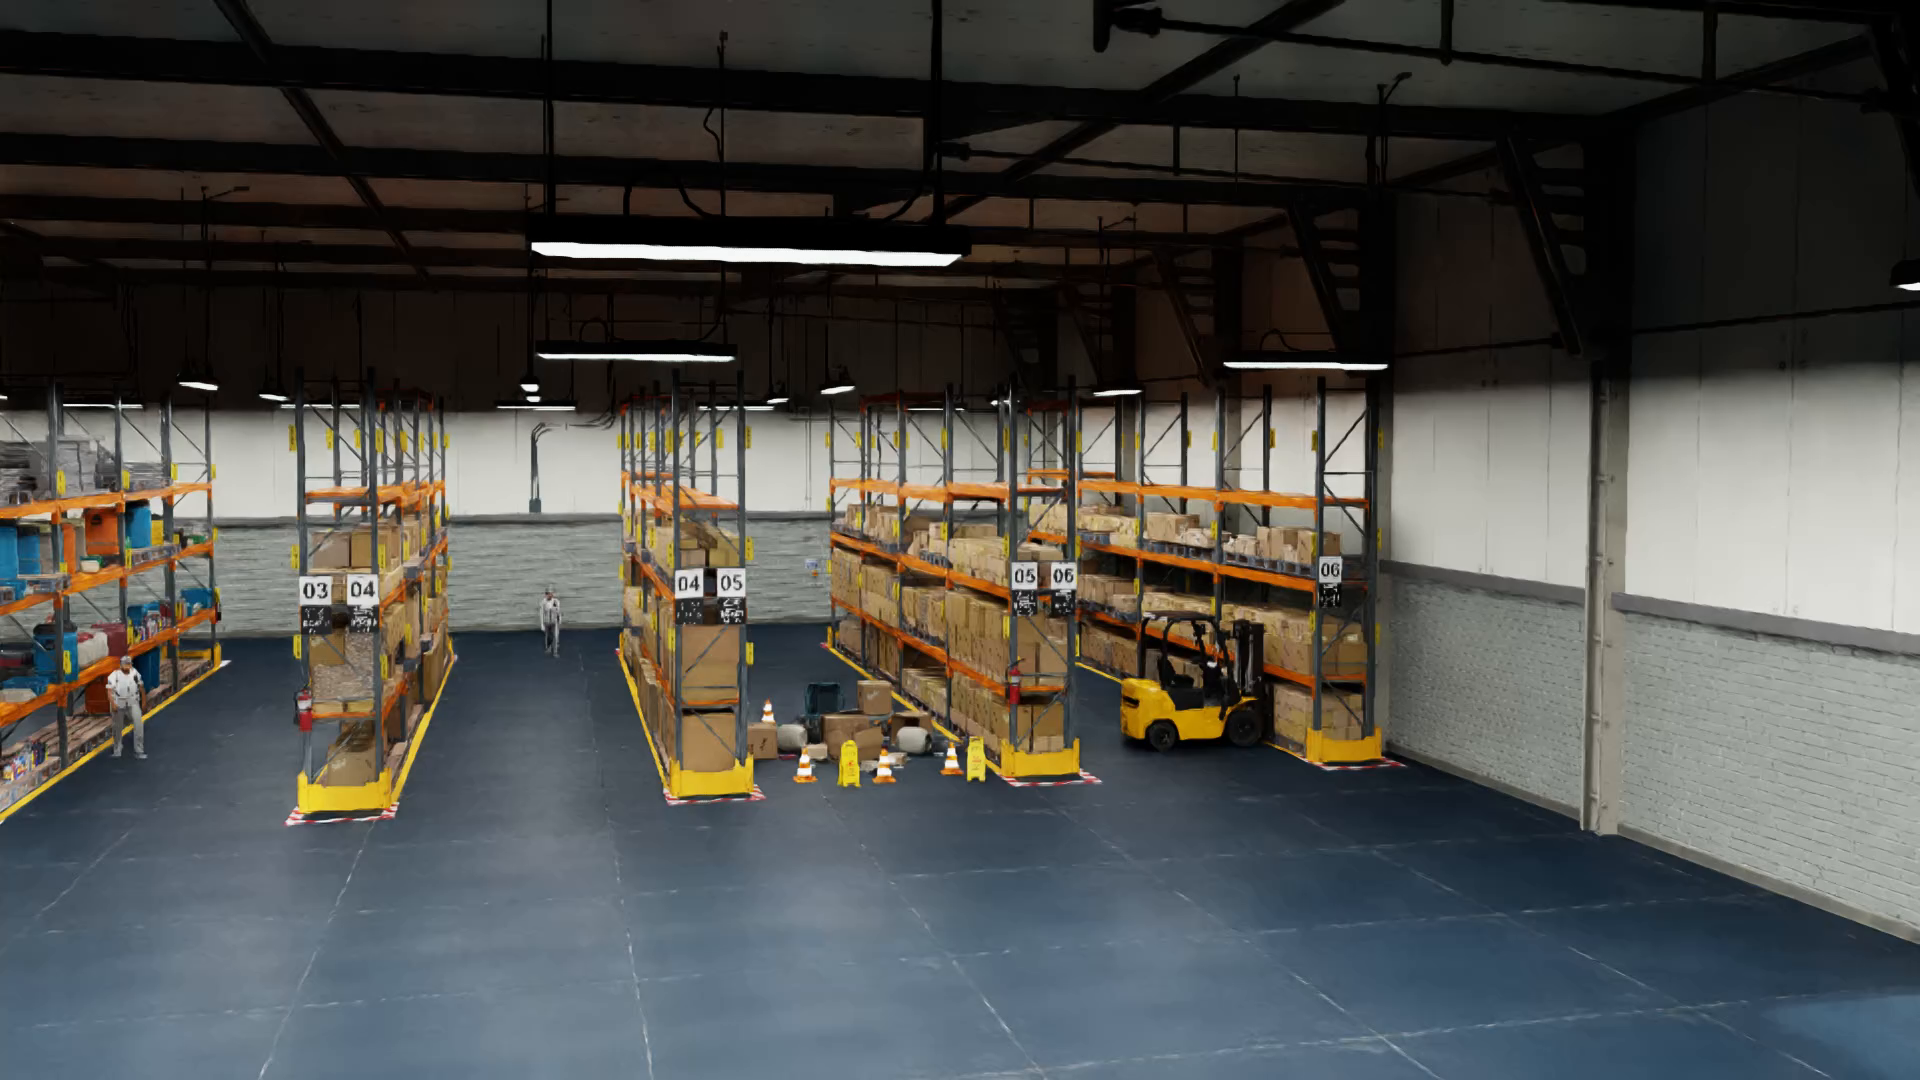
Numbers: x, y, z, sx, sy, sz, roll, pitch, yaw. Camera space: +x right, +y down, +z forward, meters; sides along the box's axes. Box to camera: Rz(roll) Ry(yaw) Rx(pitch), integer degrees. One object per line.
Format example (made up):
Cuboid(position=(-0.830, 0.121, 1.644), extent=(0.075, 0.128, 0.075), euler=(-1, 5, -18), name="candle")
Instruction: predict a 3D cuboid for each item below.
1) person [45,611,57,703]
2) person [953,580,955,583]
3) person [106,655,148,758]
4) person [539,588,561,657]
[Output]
Cuboid(position=(-17.431, 2.224, 31.880), extent=(0.574, 1.723, 0.653), euler=(1, 4, 18), name="person")
Cuboid(position=(-0.323, 1.521, 43.821), extent=(0.593, 1.762, 0.612), euler=(3, 5, 44), name="person")
Cuboid(position=(-13.169, 2.617, 26.273), extent=(0.608, 1.632, 0.675), euler=(-2, 4, -36), name="person")
Cuboid(position=(-9.518, 1.884, 38.599), extent=(0.495, 1.586, 1.086), euler=(-1, 3, -12), name="person")
